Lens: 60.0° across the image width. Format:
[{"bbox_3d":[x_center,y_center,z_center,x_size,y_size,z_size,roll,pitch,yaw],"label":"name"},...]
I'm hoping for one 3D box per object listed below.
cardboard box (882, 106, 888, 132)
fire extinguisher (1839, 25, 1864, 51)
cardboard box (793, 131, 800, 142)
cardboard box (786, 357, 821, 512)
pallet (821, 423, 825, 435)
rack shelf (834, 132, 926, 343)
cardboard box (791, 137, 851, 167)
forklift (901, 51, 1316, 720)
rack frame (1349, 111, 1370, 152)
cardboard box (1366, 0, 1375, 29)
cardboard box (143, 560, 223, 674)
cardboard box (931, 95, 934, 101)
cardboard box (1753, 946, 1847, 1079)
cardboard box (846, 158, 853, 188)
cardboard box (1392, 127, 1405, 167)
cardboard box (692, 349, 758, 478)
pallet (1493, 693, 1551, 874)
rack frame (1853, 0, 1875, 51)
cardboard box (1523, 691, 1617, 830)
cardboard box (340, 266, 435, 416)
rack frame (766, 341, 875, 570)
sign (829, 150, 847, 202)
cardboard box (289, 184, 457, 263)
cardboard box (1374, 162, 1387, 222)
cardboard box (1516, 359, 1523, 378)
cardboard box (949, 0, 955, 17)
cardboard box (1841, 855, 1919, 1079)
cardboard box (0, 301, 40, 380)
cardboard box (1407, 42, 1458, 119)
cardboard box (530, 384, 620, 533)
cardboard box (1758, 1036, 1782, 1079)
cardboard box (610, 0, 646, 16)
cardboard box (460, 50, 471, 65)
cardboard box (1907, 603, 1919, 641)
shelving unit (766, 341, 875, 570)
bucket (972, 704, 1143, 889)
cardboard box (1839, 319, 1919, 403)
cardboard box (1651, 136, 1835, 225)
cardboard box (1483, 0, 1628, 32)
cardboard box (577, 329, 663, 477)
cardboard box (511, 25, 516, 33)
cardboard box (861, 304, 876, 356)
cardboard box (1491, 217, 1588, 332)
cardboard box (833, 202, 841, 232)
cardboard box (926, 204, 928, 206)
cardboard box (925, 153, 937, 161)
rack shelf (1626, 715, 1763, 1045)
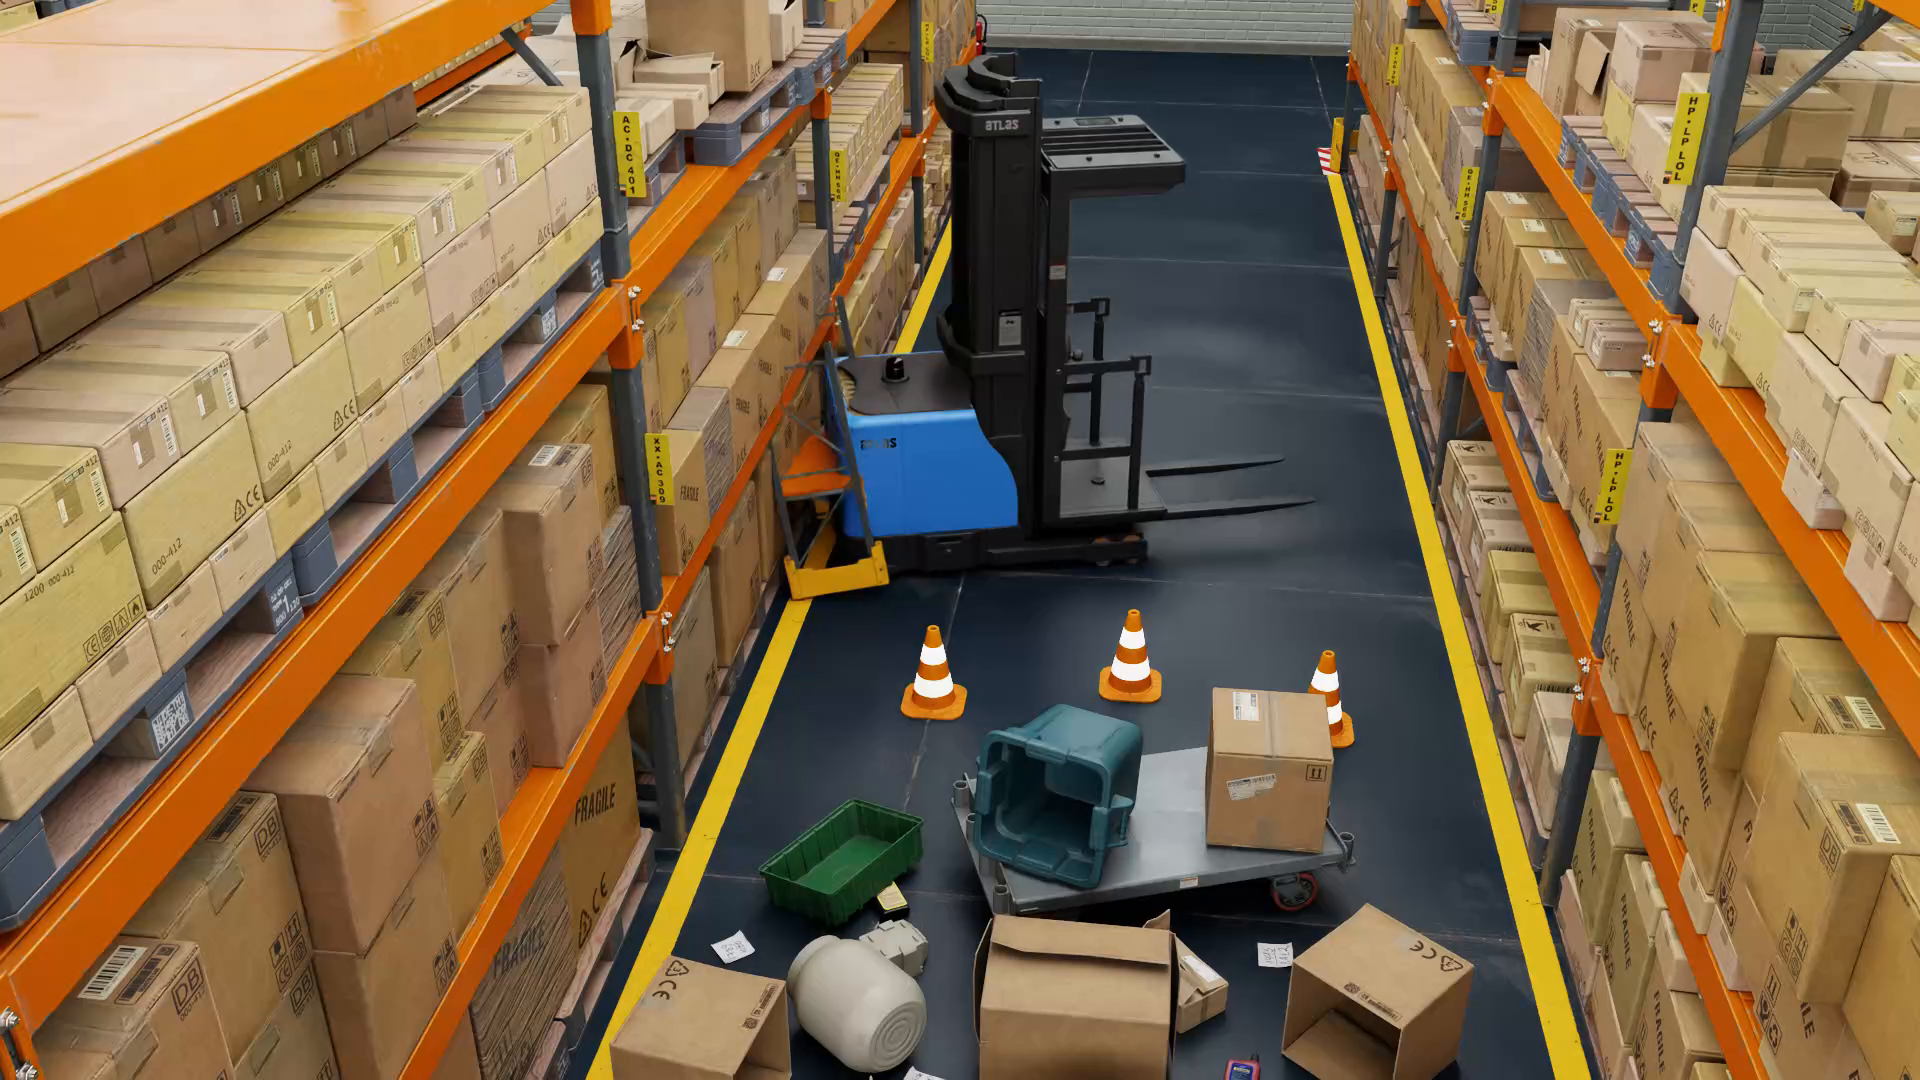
[{"bbox_3d":[-0.768,-3.310,13.032,0.380,0.149,0.250,2,28,5],"label":"cardboard box"},{"bbox_3d":[9.080,-4.927,17.000,0.296,0.674,0.183,3,28,6],"label":"fire extinguisher"},{"bbox_3d":[-1.452,-3.103,12.961,0.380,0.149,0.250,2,28,4],"label":"cardboard box"},{"bbox_3d":[-1.476,-0.704,10.615,1.050,0.750,0.750,3,28,6],"label":"cardboard box"},{"bbox_3d":[-1.214,-0.931,12.047,1.003,0.211,1.213,3,28,6],"label":"pallet"},{"bbox_3d":[-1.067,-2.415,12.621,1.077,0.370,4.000,3,28,6],"label":"rack shelf"},{"bbox_3d":[-0.965,-2.700,11.585,0.380,0.149,0.250,2,28,4],"label":"cardboard box"},{"bbox_3d":[0.835,-1.028,9.360,3.031,2.935,2.615,-5,29,-8],"label":"forklift"},{"bbox_3d":[4.597,-5.316,17.247,0.949,2.616,0.053,3,28,6],"label":"rack frame"},{"bbox_3d":[4.140,-5.105,15.695,0.500,0.500,0.500,3,28,6],"label":"cardboard box"},{"bbox_3d":[-1.870,0.156,3.645,0.380,0.149,0.250,3,29,6],"label":"cardboard box"},{"bbox_3d":[-0.389,-4.174,15.392,0.380,0.149,0.250,4,29,7],"label":"cardboard box"},{"bbox_3d":[2.557,1.298,4.551,0.500,0.500,0.500,3,28,6],"label":"cardboard box"},{"bbox_3d":[-0.962,-2.584,11.684,0.380,0.149,0.250,3,29,6],"label":"cardboard box"},{"bbox_3d":[3.788,-3.176,13.432,0.500,0.250,0.500,3,28,5],"label":"cardboard box"},{"bbox_3d":[-1.345,-0.657,8.493,0.500,0.500,0.500,3,28,6],"label":"cardboard box"},{"bbox_3d":[3.217,1.193,8.104,1.003,0.211,1.213,3,28,6],"label":"pallet"},{"bbox_3d":[9.520,-5.030,16.715,1.000,3.000,0.127,3,28,6],"label":"rack frame"},{"bbox_3d":[3.185,1.057,7.745,0.950,0.372,0.625,4,29,7],"label":"cardboard box"},{"bbox_3d":[-1.794,-0.564,4.560,0.500,0.250,0.500,3,28,6],"label":"cardboard box"},{"bbox_3d":[-0.836,-0.382,9.565,0.500,1.500,0.032,-9,23,4],"label":"rack frame"},{"bbox_3d":[-0.760,-2.270,10.372,0.100,0.325,0.005,3,28,6],"label":"sign"},{"bbox_3d":[-1.686,-0.913,4.787,0.380,0.149,0.250,3,28,6],"label":"cardboard box"},{"bbox_3d":[4.396,-3.201,15.580,0.875,0.438,0.875,3,28,5],"label":"cardboard box"},{"bbox_3d":[3.236,-0.979,9.019,0.380,0.149,0.250,5,29,9],"label":"cardboard box"},{"bbox_3d":[-0.319,-5.209,15.574,0.500,0.500,0.500,2,28,4],"label":"cardboard box"},{"bbox_3d":[2.549,1.109,3.848,0.700,0.500,0.500,4,29,7],"label":"cardboard box"},{"bbox_3d":[-2.462,-0.471,3.966,0.380,0.149,0.250,3,29,6],"label":"cardboard box"},{"bbox_3d":[3.729,-3.486,12.691,0.500,0.500,0.500,3,28,6],"label":"cardboard box"},{"bbox_3d":[-1.881,-0.278,6.598,0.875,0.550,0.550,3,28,6],"label":"cardboard box"},{"bbox_3d":[2.554,1.531,4.802,0.380,0.149,0.250,3,28,6],"label":"cardboard box"},{"bbox_3d":[-1.680,-2.710,8.858,0.500,0.250,0.500,4,29,8],"label":"cardboard box"},{"bbox_3d":[-5.146,-4.875,16.694,0.384,0.149,0.255,4,29,8],"label":"cardboard box"},{"bbox_3d":[2.584,0.220,4.074,0.380,0.149,0.250,3,28,5],"label":"cardboard box"},{"bbox_3d":[-0.835,-0.568,10.004,0.500,1.500,0.985,-9,23,4],"label":"shelving unit"},{"bbox_3d":[0.470,1.062,7.257,0.726,0.611,0.620,14,21,24],"label":"bucket"},{"bbox_3d":[2.656,-0.483,4.538,0.380,0.149,0.250,3,28,5],"label":"cardboard box"},{"bbox_3d":[3.051,-1.390,6.513,0.500,0.250,0.500,3,28,5],"label":"cardboard box"},{"bbox_3d":[3.510,-3.288,9.768,0.797,0.503,0.637,2,28,3],"label":"cardboard box"},{"bbox_3d":[-1.747,-0.626,7.382,0.700,0.500,0.500,3,28,5],"label":"cardboard box"},{"bbox_3d":[-4.989,-5.472,17.802,0.380,0.149,0.250,4,29,7],"label":"cardboard box"},{"bbox_3d":[-0.914,-1.430,12.227,0.500,0.500,0.500,4,29,7],"label":"cardboard box"},{"bbox_3d":[3.272,-1.466,9.239,0.500,0.500,0.500,5,29,9],"label":"cardboard box"},{"bbox_3d":[-1.023,-2.190,11.267,0.380,0.149,0.250,5,29,9],"label":"cardboard box"},{"bbox_3d":[-0.488,-3.254,15.669,0.380,0.149,0.250,2,28,4],"label":"cardboard box"},{"bbox_3d":[-0.426,-3.636,16.064,0.380,0.149,0.250,2,28,4],"label":"cardboard box"},{"bbox_3d":[2.878,1.504,5.139,0.919,0.124,3.809,3,28,6],"label":"rack shelf"}]
